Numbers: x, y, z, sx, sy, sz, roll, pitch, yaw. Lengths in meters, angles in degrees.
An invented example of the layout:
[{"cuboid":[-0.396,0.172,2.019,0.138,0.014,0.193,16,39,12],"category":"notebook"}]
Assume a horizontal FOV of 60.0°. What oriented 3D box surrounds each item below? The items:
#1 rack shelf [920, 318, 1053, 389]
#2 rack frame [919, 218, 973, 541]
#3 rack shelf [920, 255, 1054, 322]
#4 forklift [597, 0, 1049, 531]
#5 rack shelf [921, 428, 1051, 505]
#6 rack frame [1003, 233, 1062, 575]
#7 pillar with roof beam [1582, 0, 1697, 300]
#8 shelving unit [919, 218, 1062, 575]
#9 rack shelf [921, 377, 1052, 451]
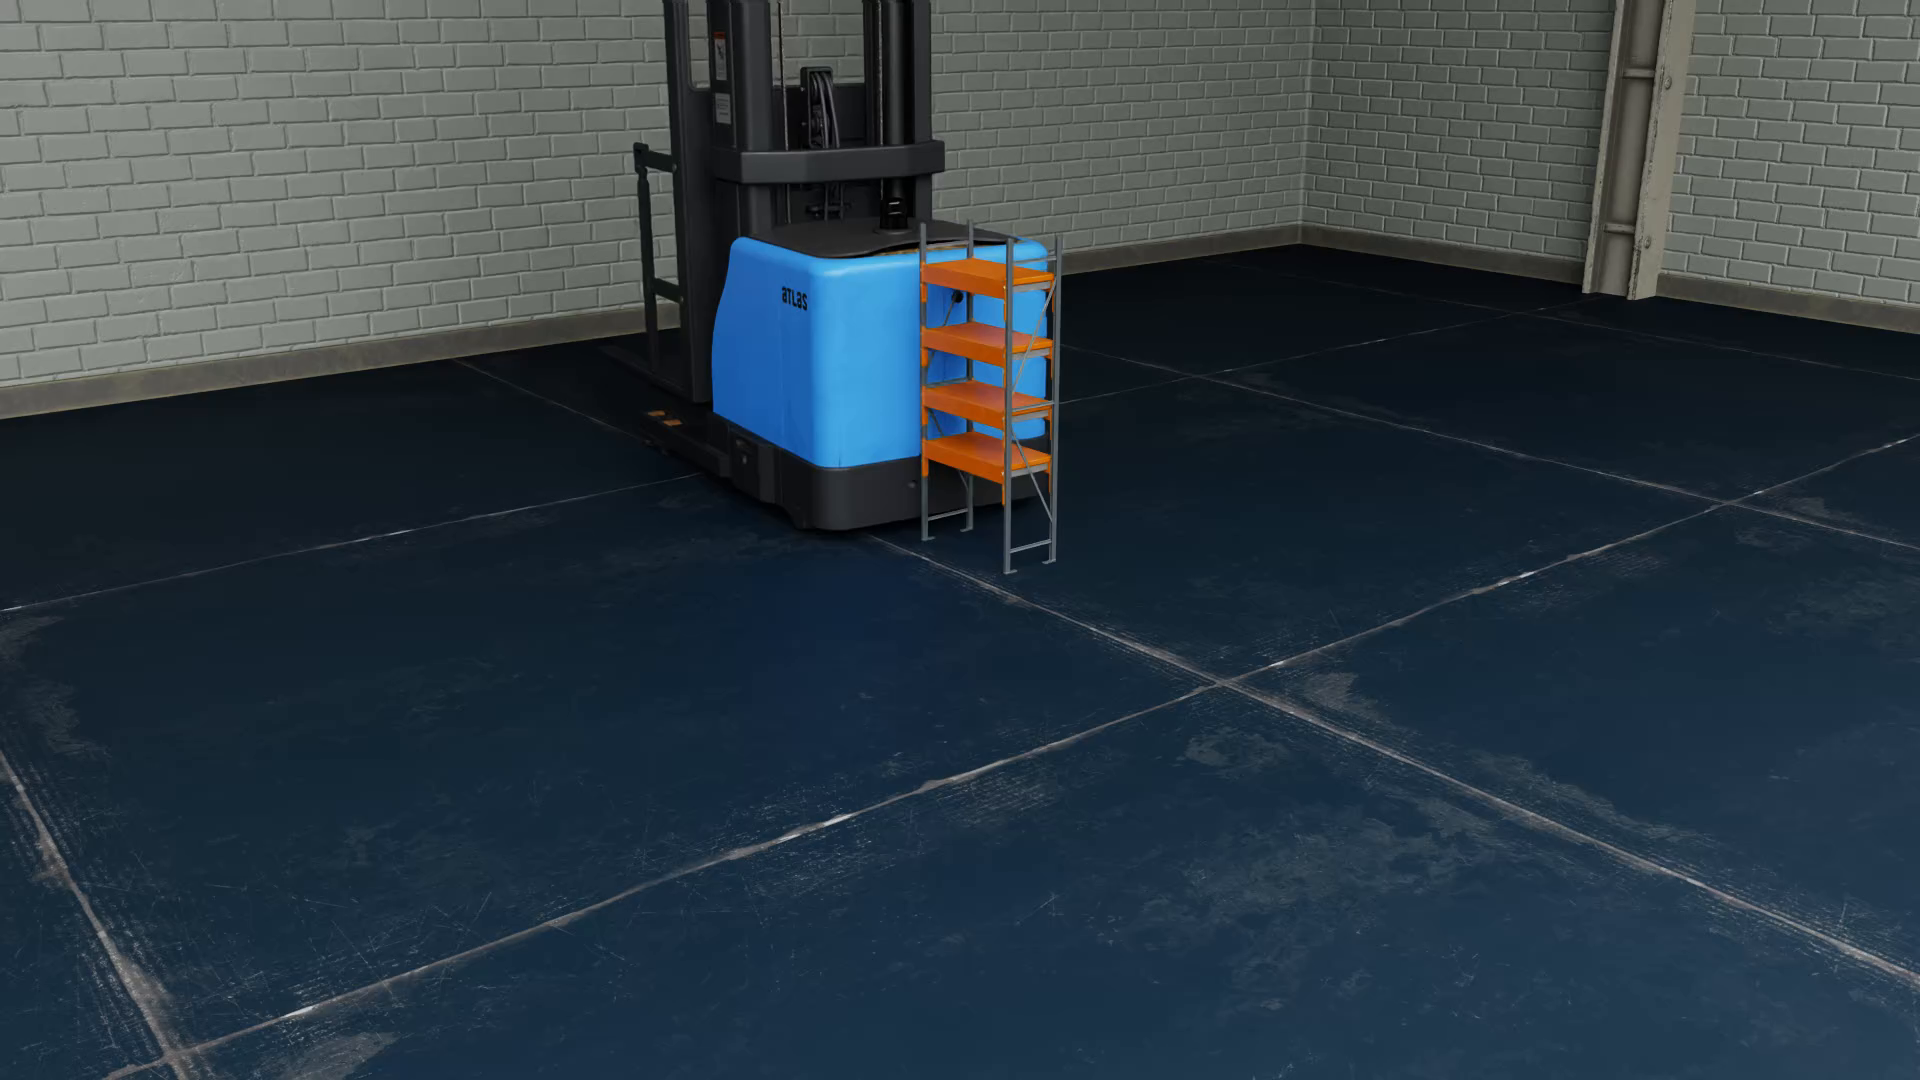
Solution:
[{"cuboid":[0.103,-0.677,6.002,0.258,0.148,0.480,-14,23,-36],"category":"rack shelf"},{"cuboid":[-0.049,-0.589,6.232,0.240,1.200,0.015,-14,23,-36],"category":"rack frame"},{"cuboid":[0.103,-0.902,5.927,0.258,0.148,0.480,-14,23,-36],"category":"rack shelf"},{"cuboid":[-0.832,-1.838,7.251,1.130,2.935,3.031,-11,21,-29],"category":"forklift"},{"cuboid":[0.103,-0.276,6.134,0.258,0.148,0.480,-14,23,-36],"category":"rack shelf"},{"cuboid":[0.254,-0.469,5.869,0.240,1.200,0.015,-14,23,-36],"category":"rack frame"},{"cuboid":[1.191,-5.137,7.562,9.100,9.000,0.400,-14,23,-36],"category":"pillar with roof beam"},{"cuboid":[0.103,-0.529,6.051,0.258,1.200,0.503,-14,23,-36],"category":"shelving unit"},{"cuboid":[0.103,-0.465,6.072,0.258,0.148,0.480,-14,23,-36],"category":"rack shelf"}]
